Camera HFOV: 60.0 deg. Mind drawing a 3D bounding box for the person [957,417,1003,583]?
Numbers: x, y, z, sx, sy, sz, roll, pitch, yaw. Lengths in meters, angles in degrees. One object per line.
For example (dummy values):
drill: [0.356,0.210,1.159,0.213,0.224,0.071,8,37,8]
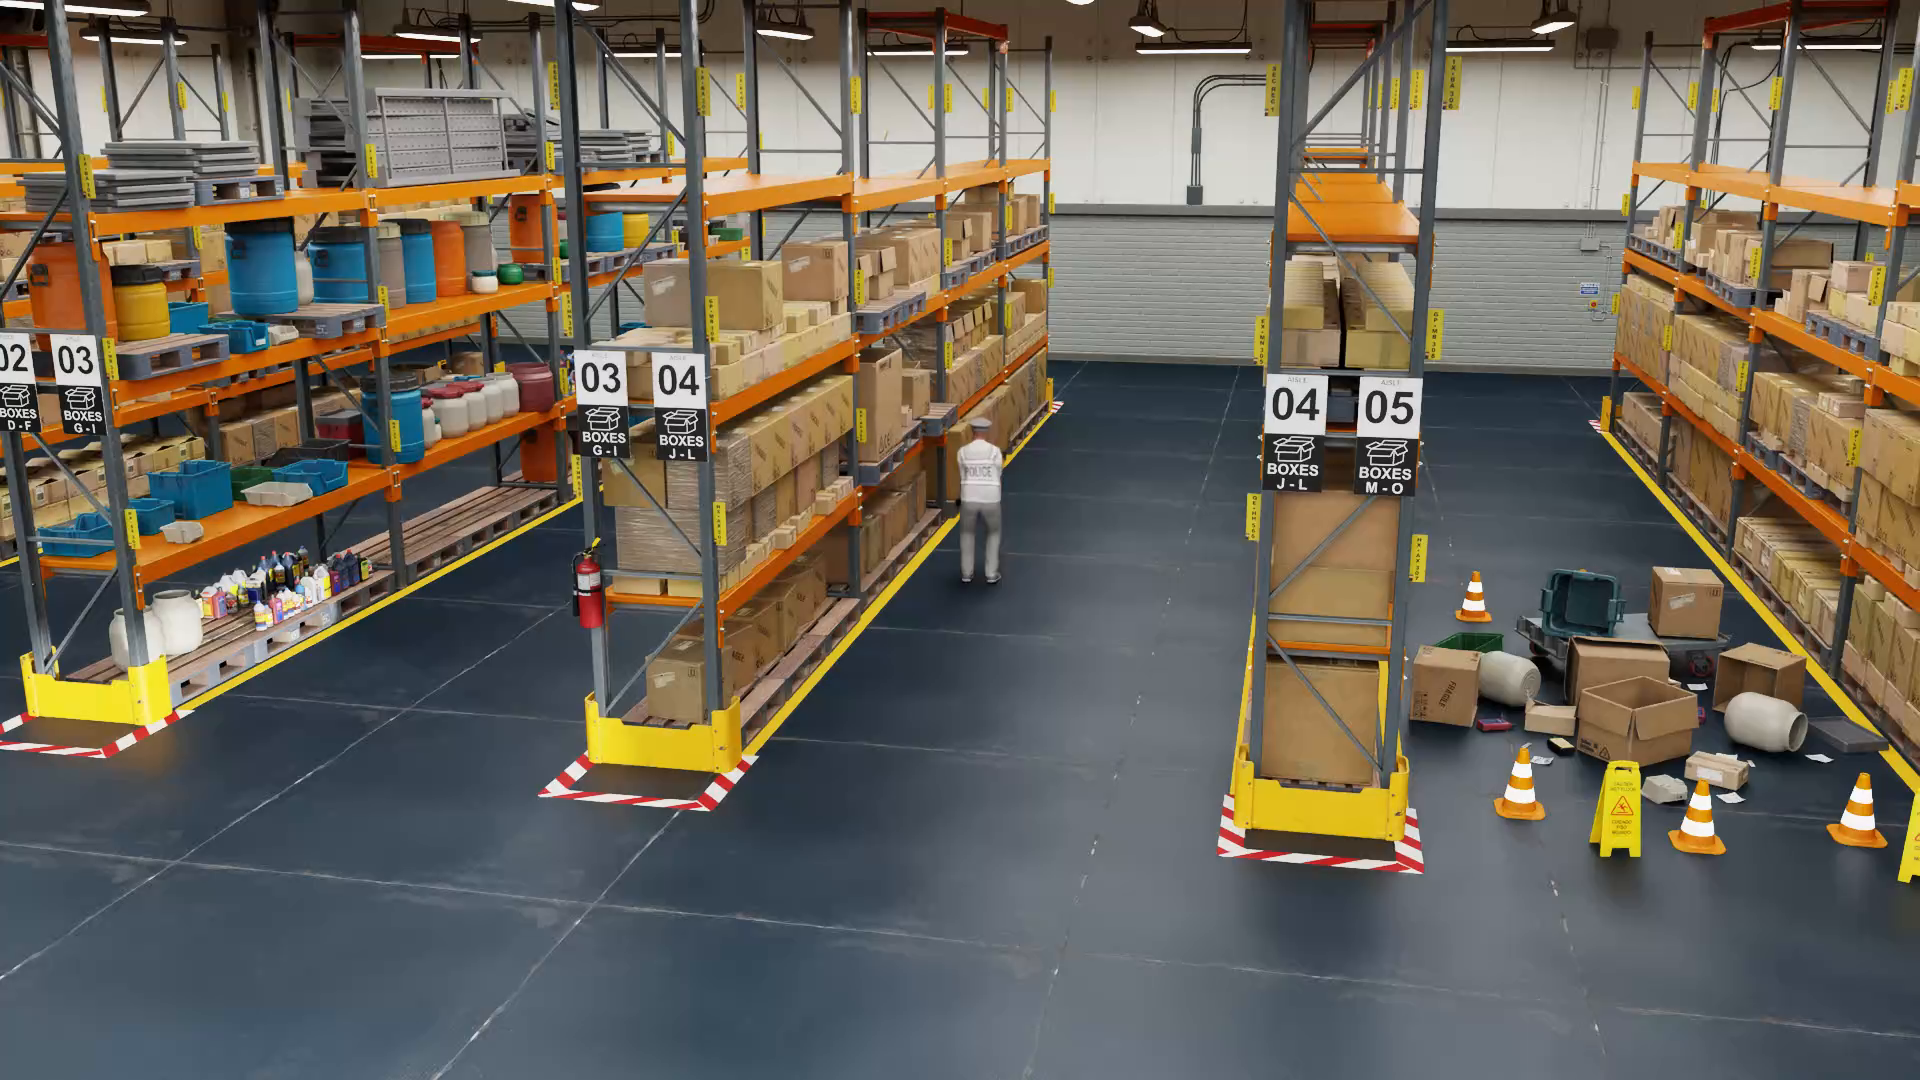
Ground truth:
person: [0.210,-0.424,17.678,0.485,1.738,0.597,2,15,8]
